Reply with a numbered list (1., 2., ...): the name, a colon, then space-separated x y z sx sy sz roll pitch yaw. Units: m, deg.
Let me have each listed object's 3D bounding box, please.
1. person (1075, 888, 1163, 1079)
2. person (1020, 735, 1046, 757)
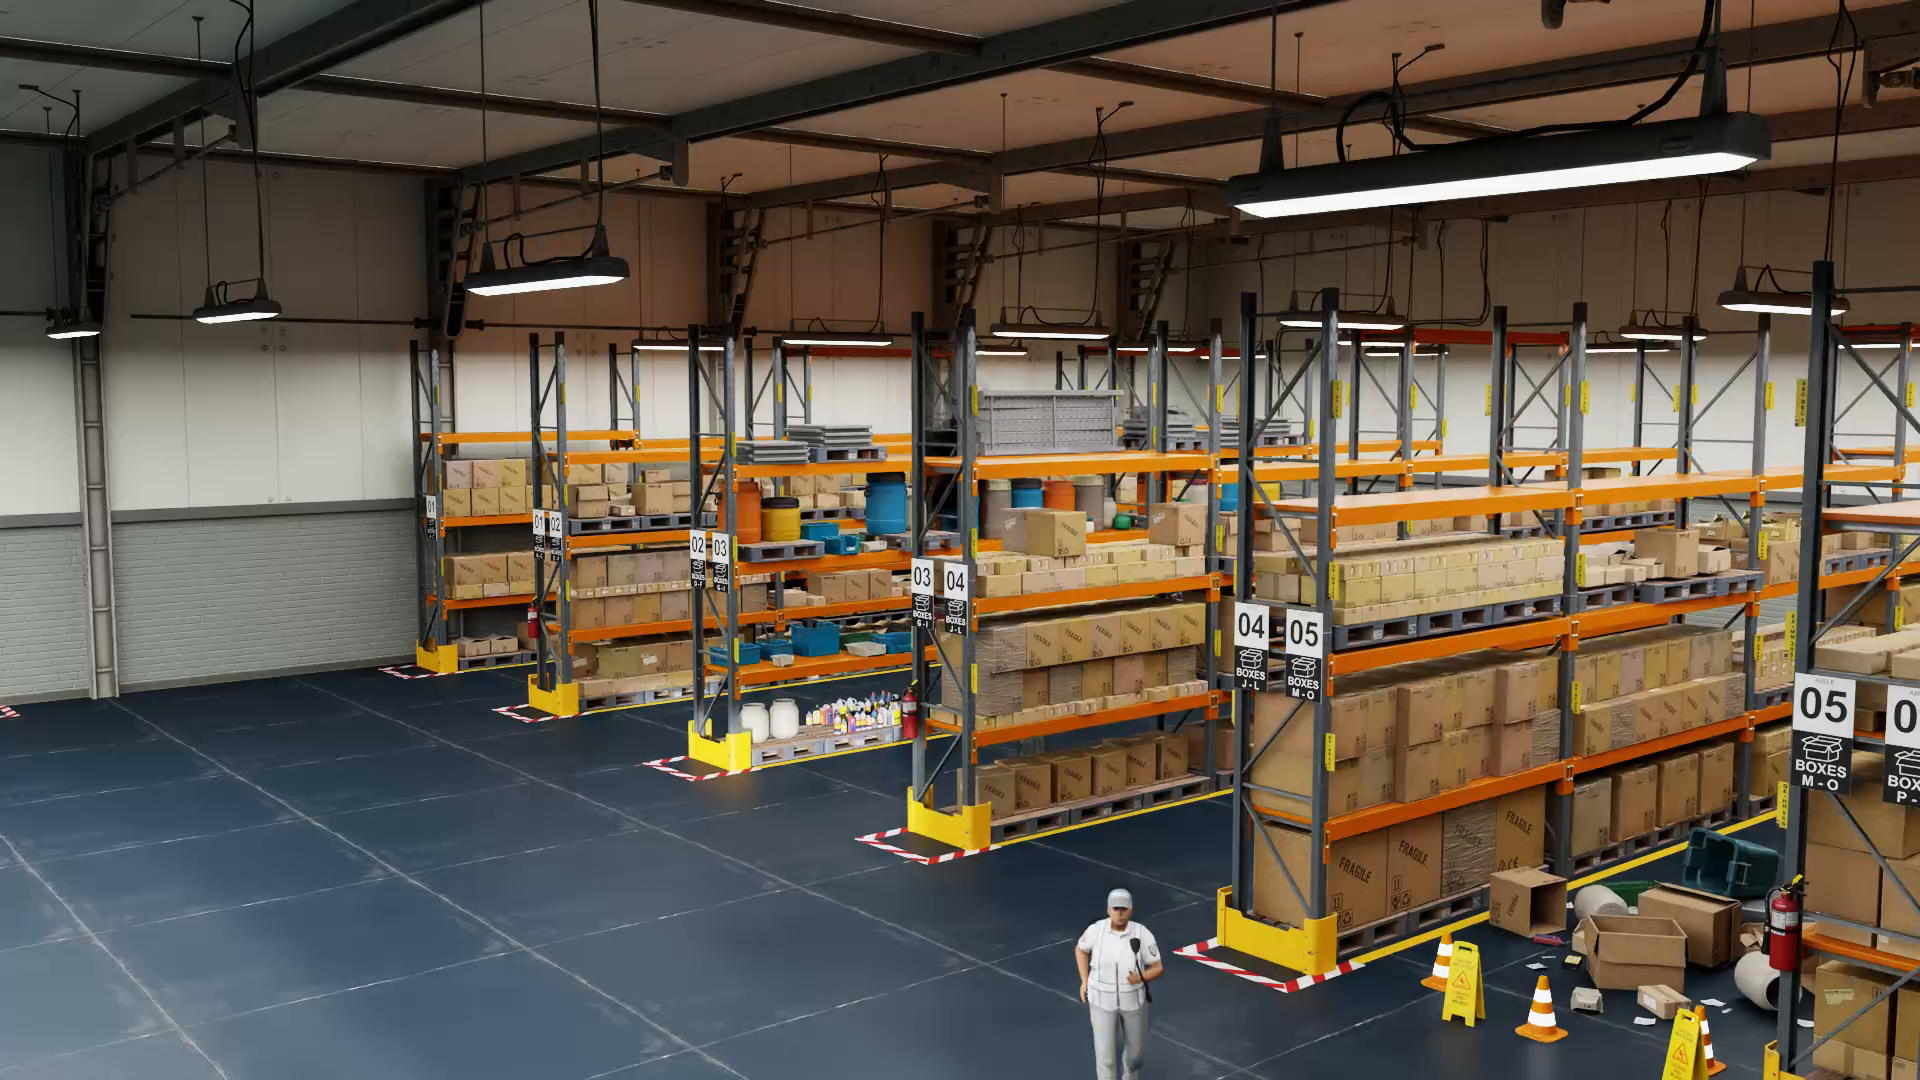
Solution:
1. person: 1.112 3.251 11.665 0.613 1.644 0.929 0 5 4
2. person: 0.864 2.045 21.619 0.582 1.697 0.612 5 7 44
